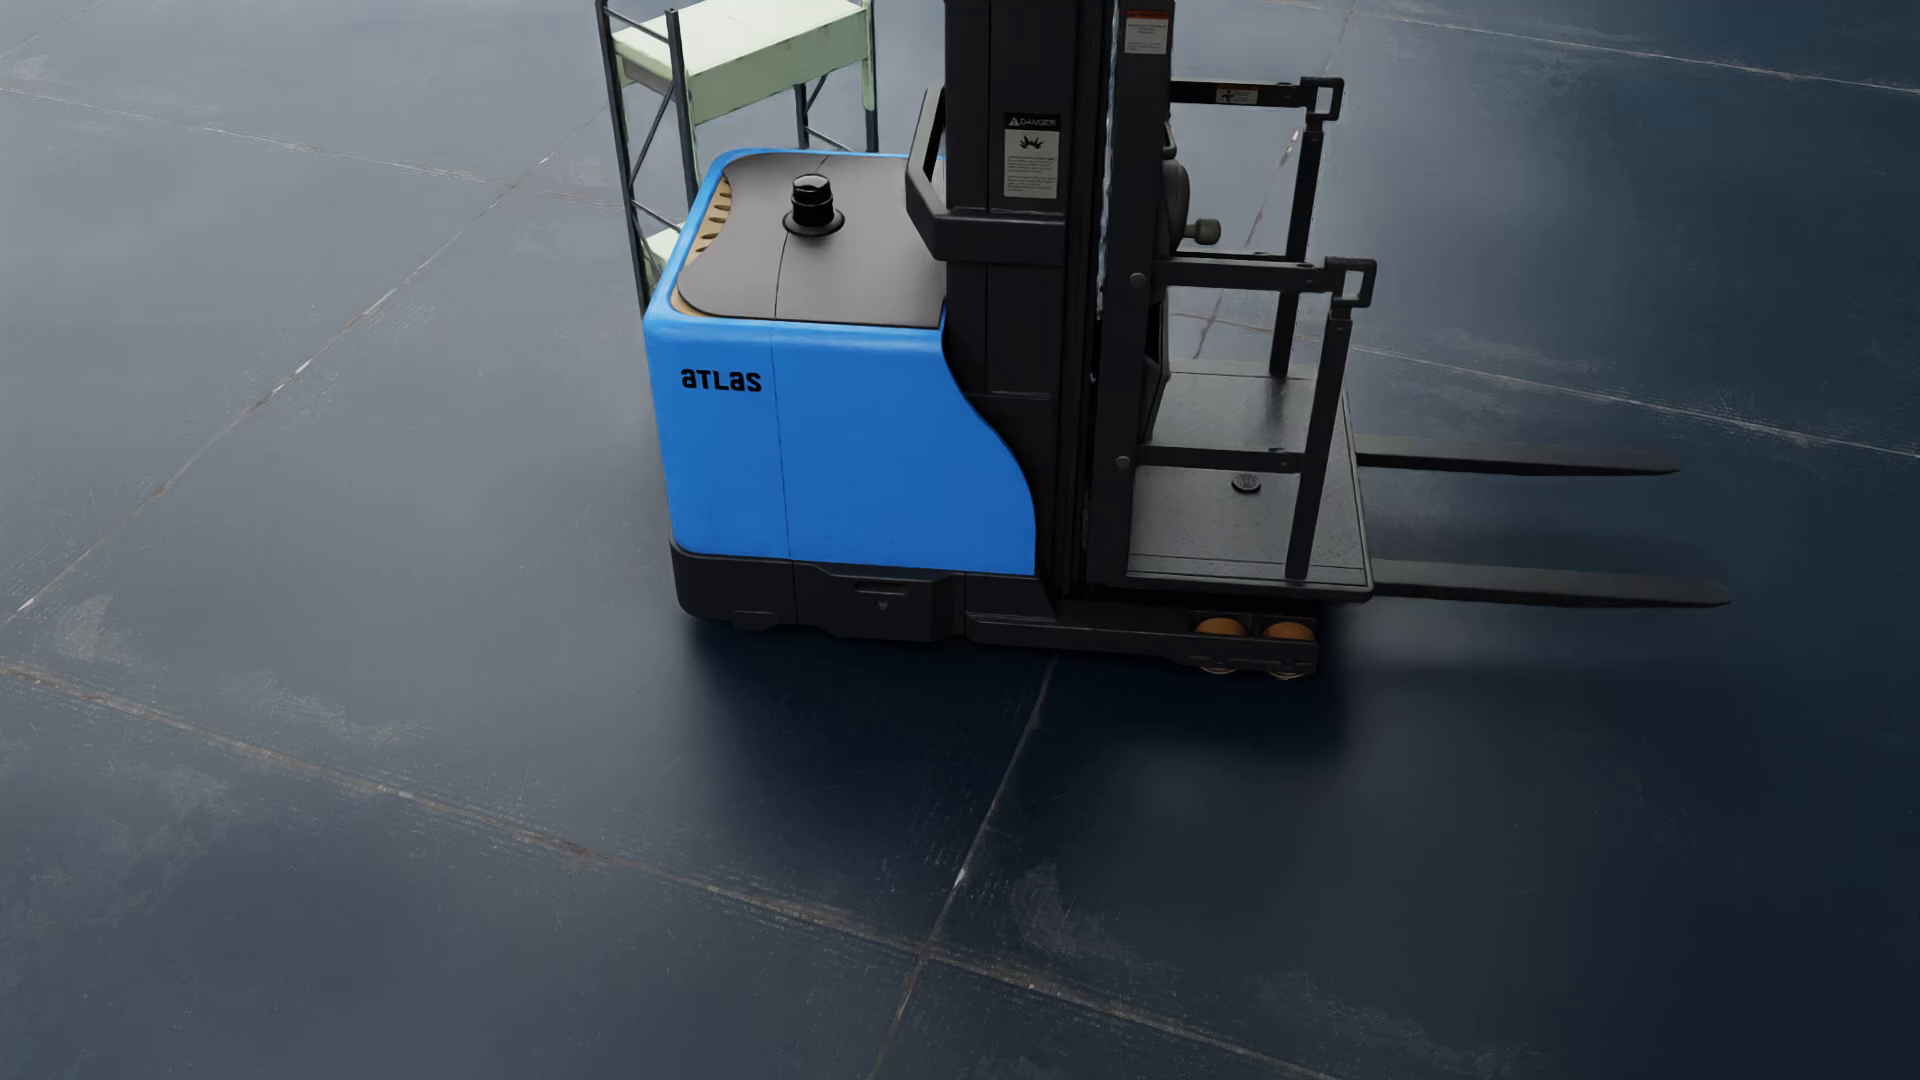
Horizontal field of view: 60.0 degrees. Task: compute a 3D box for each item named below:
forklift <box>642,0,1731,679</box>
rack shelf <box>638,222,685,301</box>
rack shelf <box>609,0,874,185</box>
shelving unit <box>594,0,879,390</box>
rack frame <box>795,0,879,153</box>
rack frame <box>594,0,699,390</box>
[{"bbox_3d":[0.708,-1.080,4.258,3.031,2.935,1.130,4,41,4],"label":"forklift"},{"bbox_3d":[-0.680,-0.929,5.685,0.720,0.370,0.431,-32,50,-32],"label":"rack shelf"},{"bbox_3d":[-0.680,-1.474,5.221,0.720,0.370,0.431,-32,50,-32],"label":"rack shelf"},{"bbox_3d":[-0.680,-1.177,5.474,0.755,1.500,0.431,-32,50,-32],"label":"shelving unit"},{"bbox_3d":[-0.417,-1.343,5.668,0.023,1.500,0.400,-32,50,-32],"label":"rack frame"},{"bbox_3d":[-0.942,-1.011,5.280,0.023,1.500,0.400,-32,50,-32],"label":"rack frame"}]
